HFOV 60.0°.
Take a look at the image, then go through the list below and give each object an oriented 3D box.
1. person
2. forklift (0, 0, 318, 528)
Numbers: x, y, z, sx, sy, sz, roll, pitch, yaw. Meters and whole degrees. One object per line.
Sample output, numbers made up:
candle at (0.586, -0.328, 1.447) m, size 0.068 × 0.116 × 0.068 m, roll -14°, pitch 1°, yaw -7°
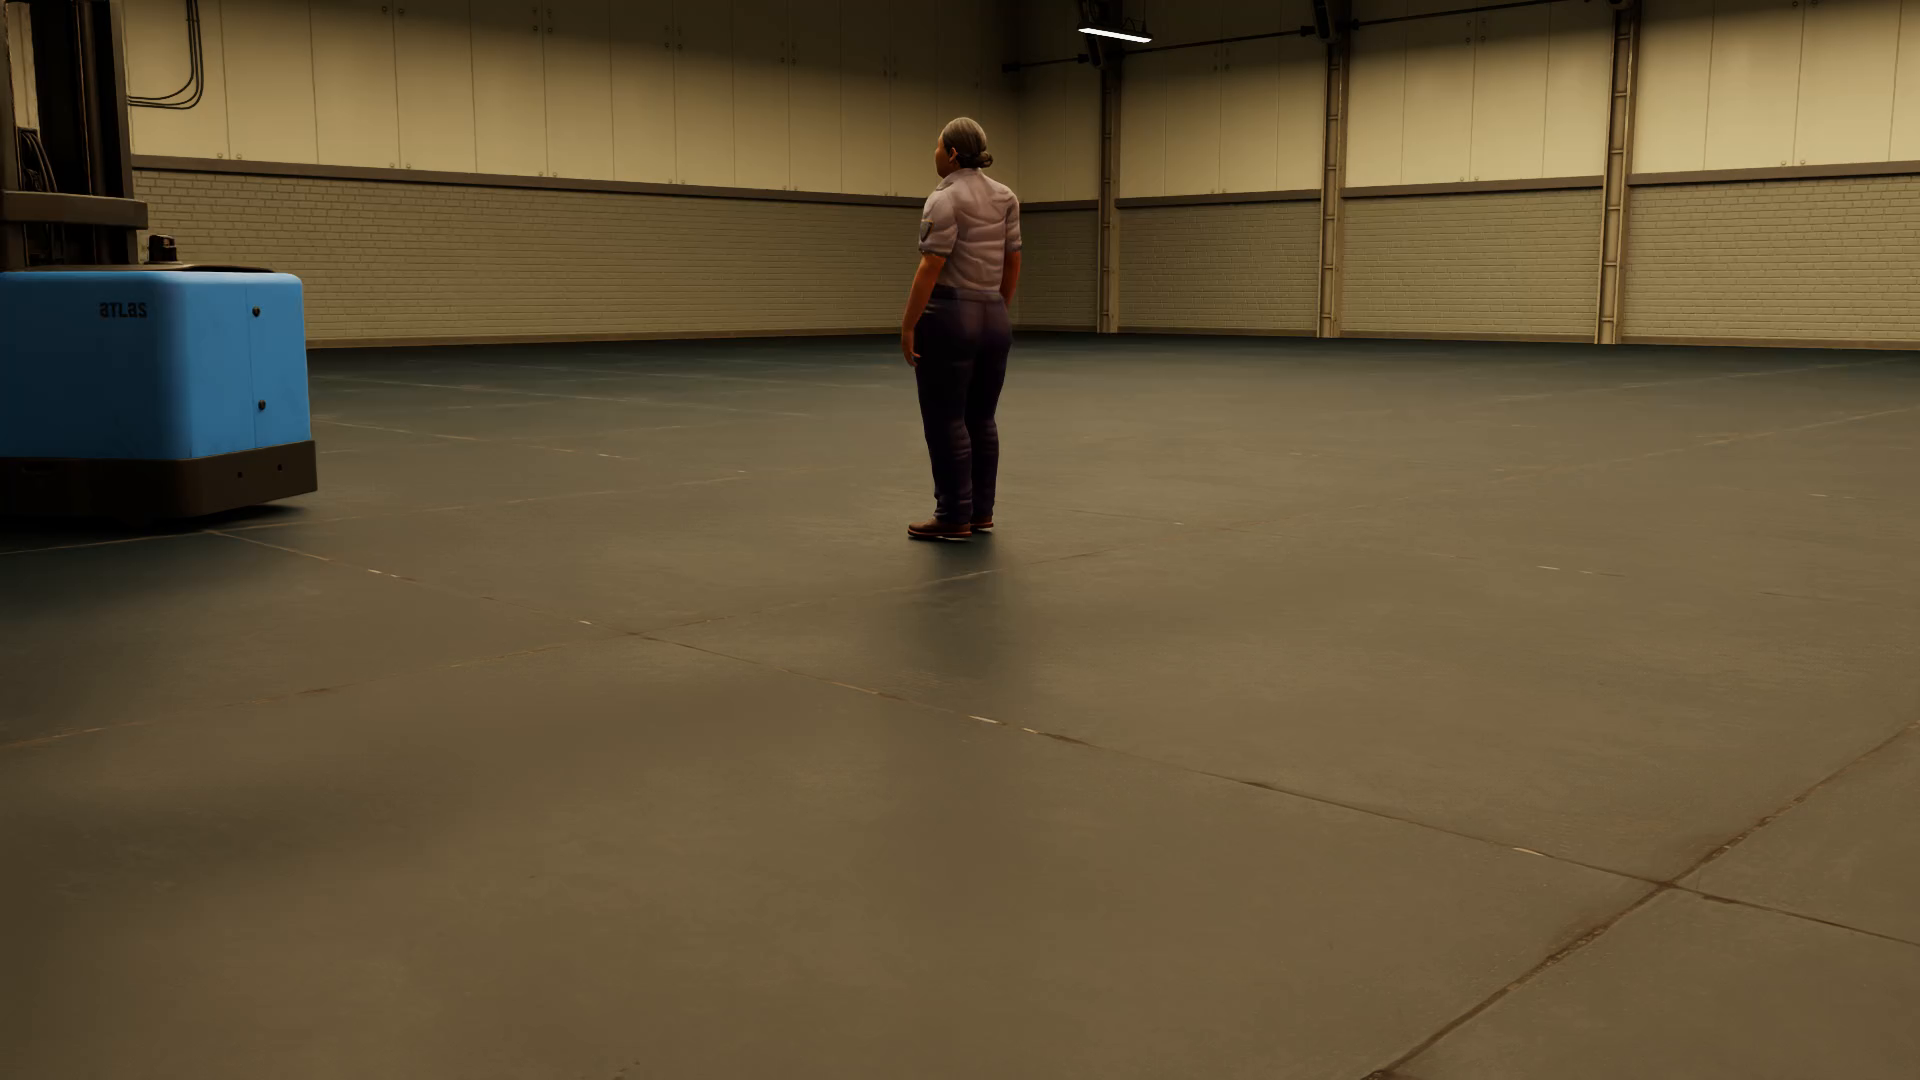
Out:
person at (-0.048, -0.834, 6.671) m, size 0.503 × 1.651 × 0.598 m, roll 8°, pitch 12°, yaw 43°
forklift at (-4.562, -1.579, 7.363) m, size 3.031 × 2.935 × 1.130 m, roll 1°, pitch 9°, yaw 10°
